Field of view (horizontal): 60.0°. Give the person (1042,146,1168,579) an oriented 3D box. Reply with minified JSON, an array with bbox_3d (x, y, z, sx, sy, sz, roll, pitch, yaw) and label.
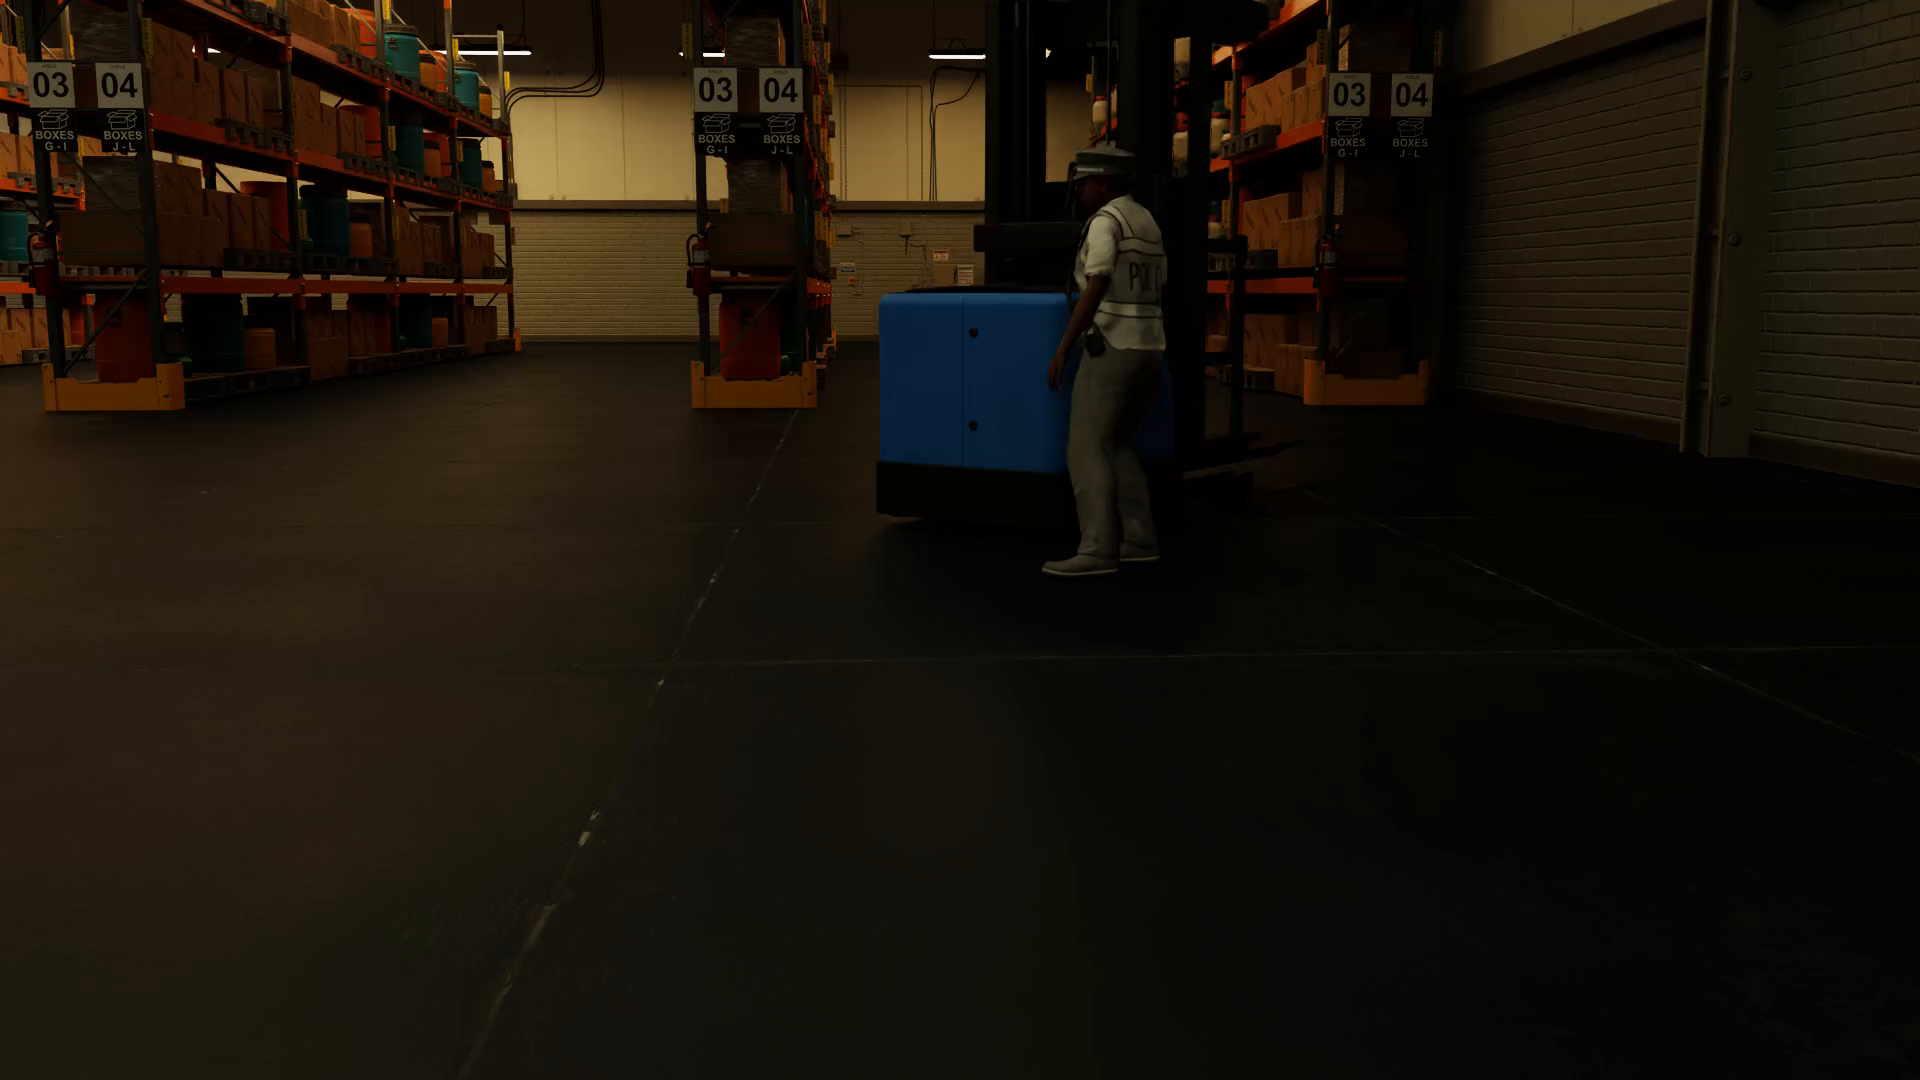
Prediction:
[{"bbox_3d":[0.589,-0.701,6.473,0.367,1.637,0.715,5,10,32],"label":"person"}]

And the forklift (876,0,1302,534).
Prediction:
[{"bbox_3d":[0.857,-1.647,8.422,1.130,2.935,3.031,6,10,34],"label":"forklift"}]
